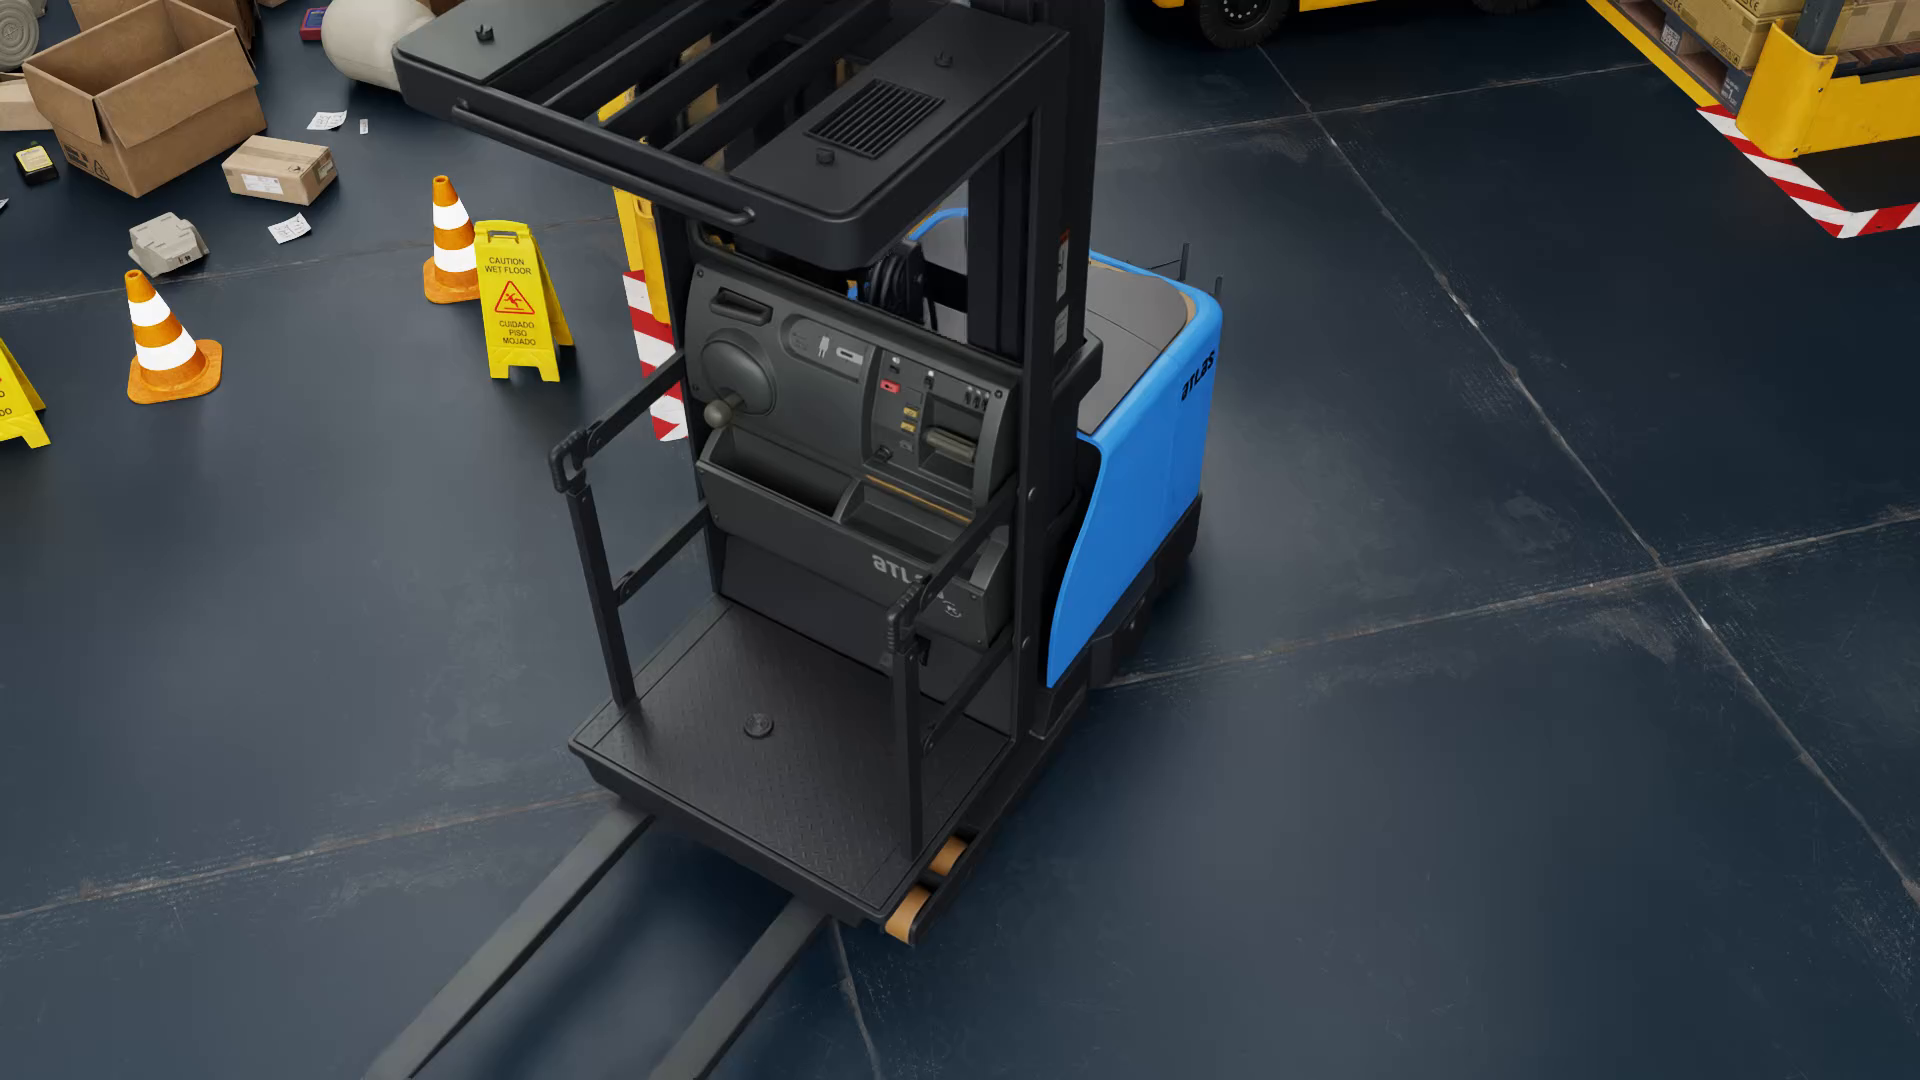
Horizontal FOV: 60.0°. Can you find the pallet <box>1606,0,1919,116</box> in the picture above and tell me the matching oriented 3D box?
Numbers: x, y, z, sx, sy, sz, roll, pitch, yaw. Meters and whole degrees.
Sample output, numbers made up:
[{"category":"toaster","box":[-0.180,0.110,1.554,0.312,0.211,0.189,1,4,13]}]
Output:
[{"category":"pallet","box":[3.898,-2.524,8.076,1.003,0.211,1.213,-11,47,-10]}]

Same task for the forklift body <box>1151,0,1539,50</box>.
[{"category":"forklift body","box":[1.885,-3.658,7.829,2.313,2.155,1.214,-11,47,-10]}]

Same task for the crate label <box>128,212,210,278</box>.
[{"category":"crate label","box":[-3.268,-1.222,6.852,0.250,0.136,0.298,-35,55,-30]}]

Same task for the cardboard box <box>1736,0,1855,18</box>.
[{"category":"cardboard box","box":[3.707,-2.618,7.497,0.500,0.250,0.500,-11,47,-11]}]

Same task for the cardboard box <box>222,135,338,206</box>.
[{"category":"cardboard box","box":[-2.951,-1.607,7.220,0.380,0.149,0.250,11,47,11]}]

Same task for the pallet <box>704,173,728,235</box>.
[{"category":"pallet","box":[-0.857,-1.713,7.281,1.003,0.211,1.213,-11,47,-10]}]

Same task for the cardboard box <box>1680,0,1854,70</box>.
[{"category":"cardboard box","box":[3.708,-2.431,7.663,0.500,0.250,0.500,-10,46,-10]}]

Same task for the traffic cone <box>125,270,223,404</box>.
[{"category":"traffic cone","box":[-3.006,-0.805,6.215,0.336,0.463,0.334,-11,47,-10]}]

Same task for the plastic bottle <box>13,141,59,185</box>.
[{"category":"plastic bottle","box":[-4.093,-1.673,7.346,0.133,0.061,0.283,-26,51,-24]}]

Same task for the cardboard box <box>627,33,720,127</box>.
[{"category":"cardboard box","box":[-1.121,-2.022,6.737,0.500,0.500,0.500,-10,46,-10]}]

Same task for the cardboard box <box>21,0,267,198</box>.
[{"category":"cardboard box","box":[-3.560,-1.945,7.304,0.637,0.503,0.797,27,51,24]}]

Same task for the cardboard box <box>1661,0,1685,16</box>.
[{"category":"cardboard box","box":[3.590,-2.776,8.001,0.500,0.250,0.500,-11,47,-10]}]

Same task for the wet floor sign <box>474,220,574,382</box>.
[{"category":"wet floor sign","box":[-1.649,-0.919,6.198,0.267,0.644,0.232,4,46,4]}]

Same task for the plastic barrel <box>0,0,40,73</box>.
[{"category":"plastic barrel","box":[-4.673,-2.452,7.856,0.512,0.421,0.421,19,48,17]}]

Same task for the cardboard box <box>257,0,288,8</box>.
[{"category":"cardboard box","box":[-3.554,-2.919,8.425,0.396,0.266,0.258,27,51,24]}]

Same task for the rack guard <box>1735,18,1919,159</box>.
[{"category":"rack guard","box":[4.140,-2.088,7.446,1.175,0.500,0.348,-11,47,-10]}]

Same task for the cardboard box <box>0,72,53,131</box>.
[{"category":"cardboard box","box":[-4.226,-2.049,7.572,0.396,0.266,0.258,-3,46,-3]}]

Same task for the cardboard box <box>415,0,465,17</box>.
[{"category":"cardboard box","box":[-2.728,-2.968,8.307,0.500,0.500,0.500,19,48,17]}]

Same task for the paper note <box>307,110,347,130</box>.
[{"category":"paper note","box":[-2.902,-1.929,7.627,0.148,0.019,0.142,4,46,4]}]

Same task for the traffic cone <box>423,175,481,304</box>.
[{"category":"traffic cone","box":[-2.020,-1.242,6.644,0.336,0.463,0.334,-11,47,-10]}]

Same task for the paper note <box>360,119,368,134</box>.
[{"category":"paper note","box":[-2.723,-1.890,7.595,0.032,0.001,0.123,-11,47,-10]}]

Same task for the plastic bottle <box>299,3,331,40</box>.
[{"category":"plastic bottle","box":[-3.170,-2.569,8.224,0.133,0.061,0.283,-3,46,-3]}]

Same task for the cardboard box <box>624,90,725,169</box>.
[{"category":"cardboard box","box":[-1.137,-1.779,7.025,0.500,0.250,0.500,-11,47,-11]}]

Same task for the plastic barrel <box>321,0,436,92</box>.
[{"category":"plastic barrel","box":[-2.656,-2.317,7.724,0.512,0.421,0.421,19,48,17]}]

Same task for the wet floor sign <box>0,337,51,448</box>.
[{"category":"wet floor sign","box":[-3.501,-0.613,5.898,0.267,0.644,0.232,-18,48,-17]}]

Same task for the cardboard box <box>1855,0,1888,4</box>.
[{"category":"cardboard box","box":[4.214,-2.702,7.579,0.500,0.250,0.500,-10,46,-10]}]

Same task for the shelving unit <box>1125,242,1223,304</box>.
[{"category":"shelving unit","box":[0.687,-0.557,5.666,0.258,0.900,0.210,-19,49,-18]}]

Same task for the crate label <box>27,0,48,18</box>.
[{"category":"crate label","box":[-4.727,-2.686,8.286,0.250,0.136,0.298,27,51,24]}]

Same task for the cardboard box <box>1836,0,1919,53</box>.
[{"category":"cardboard box","box":[4.197,-2.539,7.769,0.500,0.250,0.500,-11,47,-10]}]

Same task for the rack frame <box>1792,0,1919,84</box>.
[{"category":"rack frame","box":[4.134,-2.980,6.570,1.000,3.000,0.127,-11,47,-10]}]

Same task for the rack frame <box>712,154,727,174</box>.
[{"category":"rack frame","box":[-0.663,-2.069,5.678,1.000,3.000,0.127,-11,47,-10]}]

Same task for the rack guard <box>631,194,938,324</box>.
[{"category":"rack guard","box":[-0.683,-1.247,6.622,1.175,0.500,0.348,-11,47,-10]}]

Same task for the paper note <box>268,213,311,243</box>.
[{"category":"paper note","box":[-2.830,-1.319,7.021,0.148,0.019,0.142,-26,51,-24]}]

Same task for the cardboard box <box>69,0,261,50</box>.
[{"category":"cardboard box","box":[-3.808,-2.637,7.887,0.797,0.637,0.503,-11,47,-10]}]

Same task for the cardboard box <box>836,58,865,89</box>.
[{"category":"cardboard box","box":[-0.609,-2.140,6.853,0.500,0.500,0.500,-12,47,-12]}]

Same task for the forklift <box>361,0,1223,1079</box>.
[{"category":"forklift","box":[-0.407,-0.290,3.982,1.130,2.935,3.031,24,50,22]}]

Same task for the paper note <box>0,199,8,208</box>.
[{"category":"paper note","box":[-4.172,-1.419,7.120,0.144,0.017,0.142,4,46,4]}]

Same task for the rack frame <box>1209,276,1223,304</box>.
[{"category":"rack frame","box":[0.731,-0.492,5.602,0.240,0.900,0.006,-19,49,-18]}]

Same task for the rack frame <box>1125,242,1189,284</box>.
[{"category":"rack frame","box":[0.642,-0.622,5.730,0.240,0.900,0.006,-19,49,-18]}]
